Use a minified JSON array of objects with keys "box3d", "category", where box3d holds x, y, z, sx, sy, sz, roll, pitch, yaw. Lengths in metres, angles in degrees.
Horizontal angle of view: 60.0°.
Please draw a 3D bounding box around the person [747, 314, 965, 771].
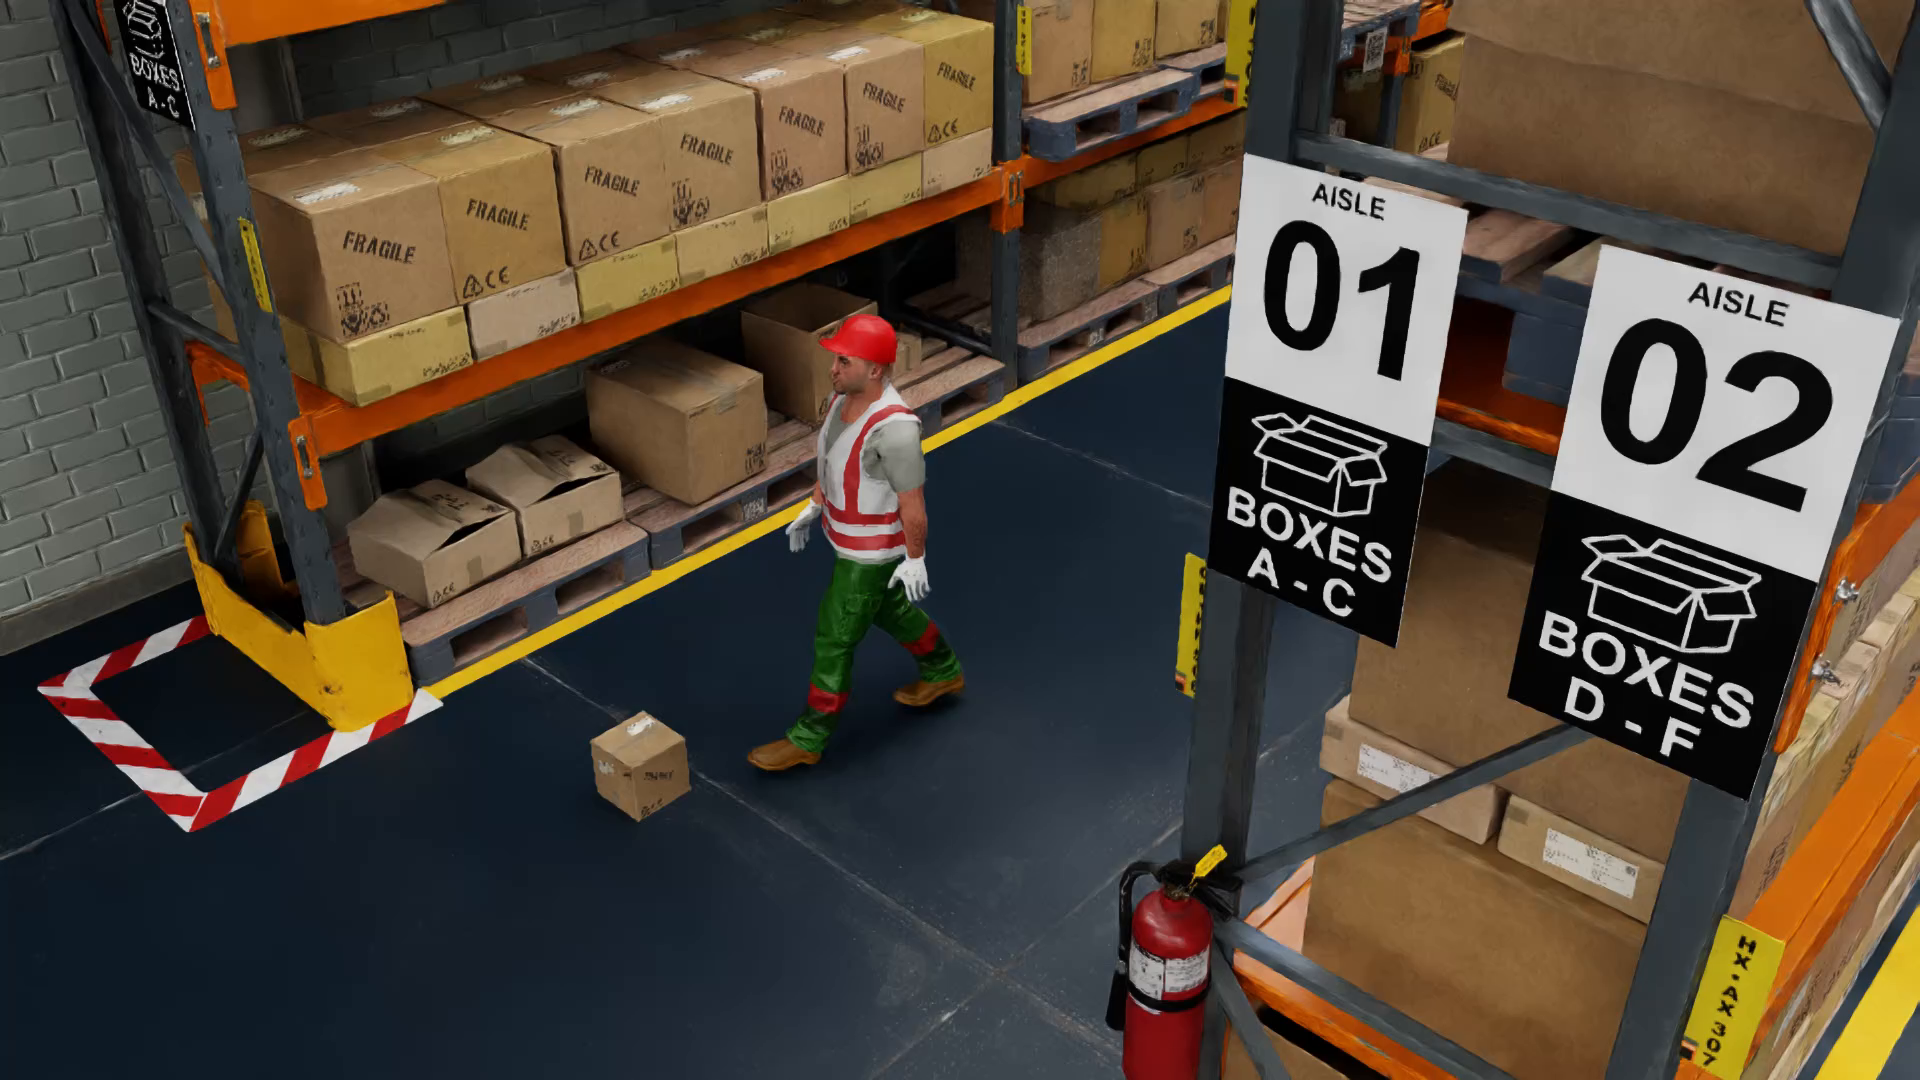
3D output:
[{"box3d":[-0.405,-0.004,6.130,0.953,1.759,0.537,-11,33,-18],"category":"person"}]
